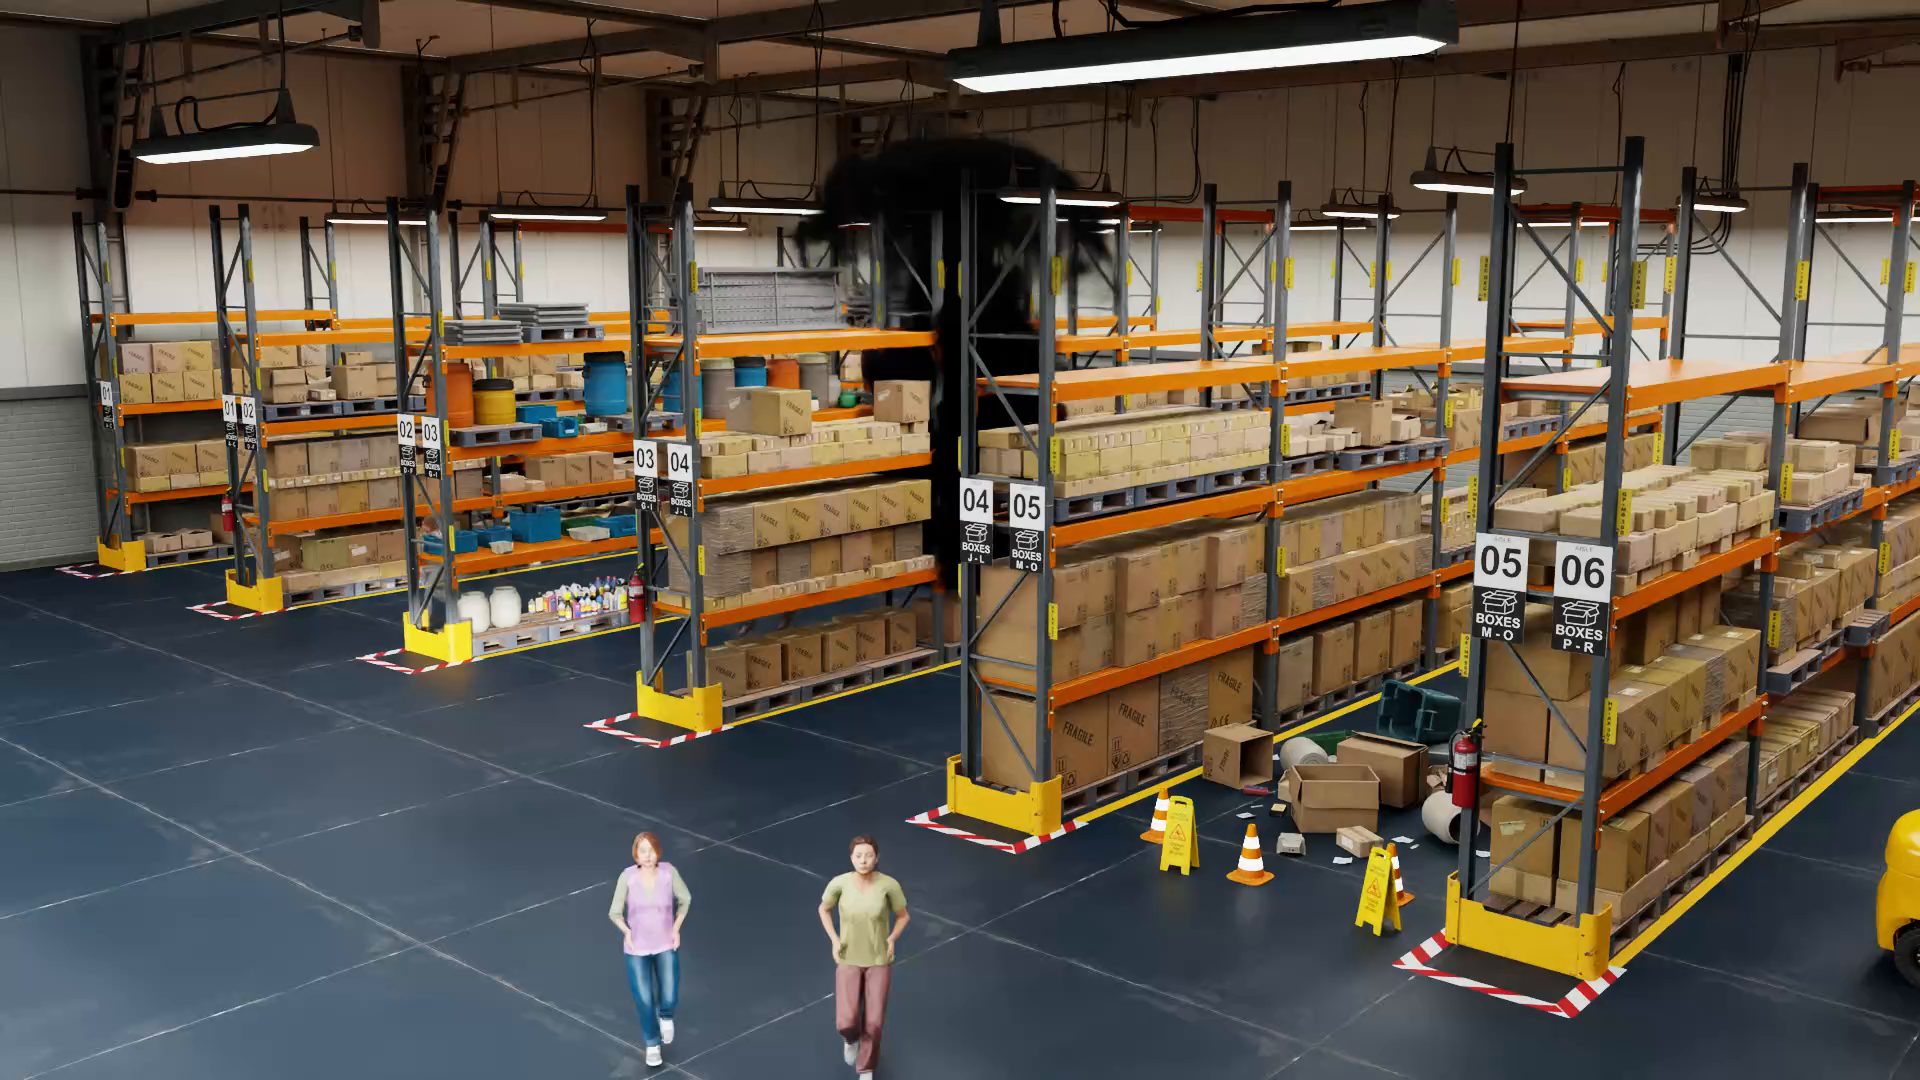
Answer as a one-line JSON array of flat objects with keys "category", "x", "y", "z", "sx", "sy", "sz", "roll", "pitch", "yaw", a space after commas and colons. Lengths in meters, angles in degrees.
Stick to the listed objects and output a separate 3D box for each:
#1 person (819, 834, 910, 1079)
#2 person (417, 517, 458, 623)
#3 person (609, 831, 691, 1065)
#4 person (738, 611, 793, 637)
[{"category": "person", "x": -0.601, "y": 2.648, "z": 10.475, "sx": 0.576, "sy": 1.622, "sz": 0.556, "roll": 0, "pitch": 9, "yaw": -3}, {"category": "person", "x": -7.493, "y": 0.464, "z": 23.667, "sx": 0.538, "sy": 1.591, "sz": 0.877, "roll": 6, "pitch": 11, "yaw": 31}, {"category": "person", "x": -1.990, "y": 2.642, "z": 10.728, "sx": 0.529, "sy": 1.554, "sz": 0.549, "roll": -2, "pitch": 10, "yaw": -11}, {"category": "person", "x": -2.594, "y": 0.410, "z": 21.959, "sx": 0.570, "sy": 1.690, "sz": 0.863, "roll": 7, "pitch": 12, "yaw": 38}]
